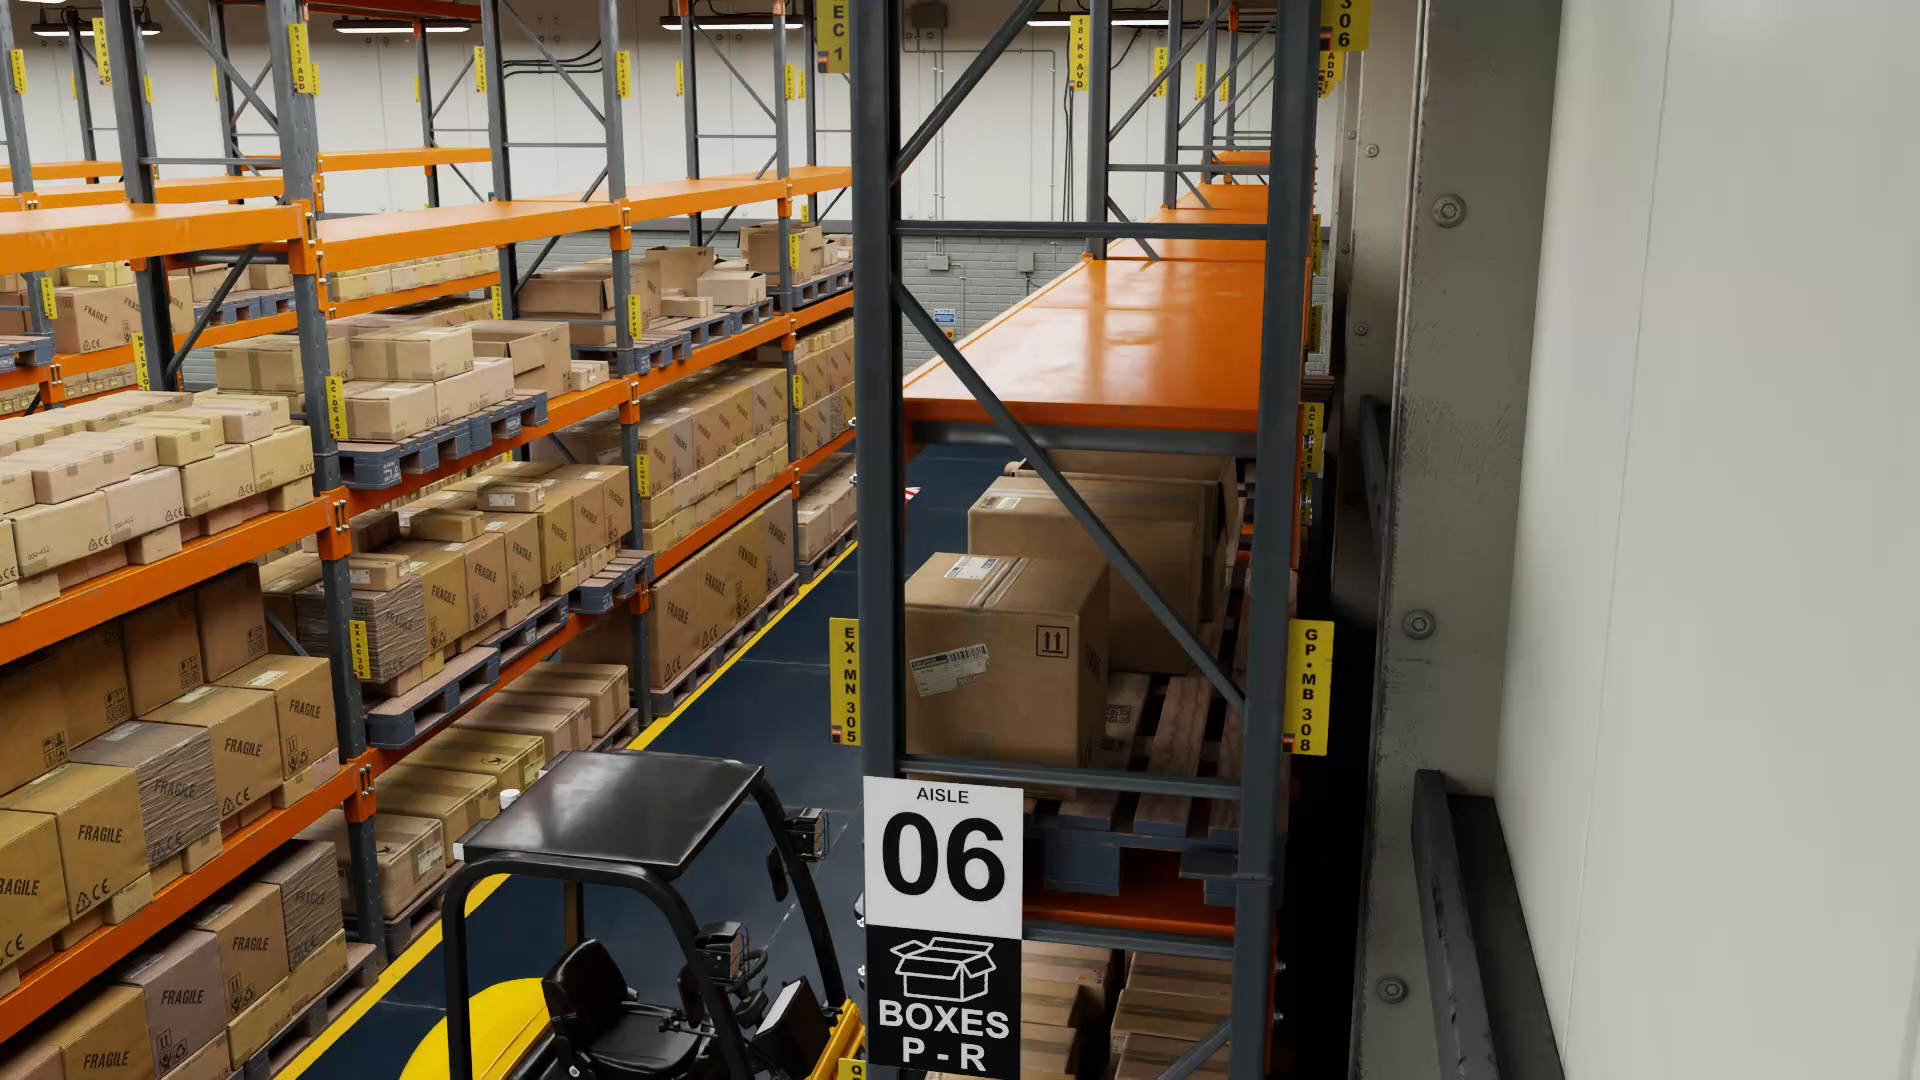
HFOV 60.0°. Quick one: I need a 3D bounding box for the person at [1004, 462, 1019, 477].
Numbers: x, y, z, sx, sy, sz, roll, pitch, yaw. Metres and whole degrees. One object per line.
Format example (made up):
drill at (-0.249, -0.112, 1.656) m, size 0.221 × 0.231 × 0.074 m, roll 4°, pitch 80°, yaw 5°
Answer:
person at (0.406, 0.136, 15.034) m, size 0.415 × 1.721 × 0.580 m, roll 3°, pitch 15°, yaw 11°
